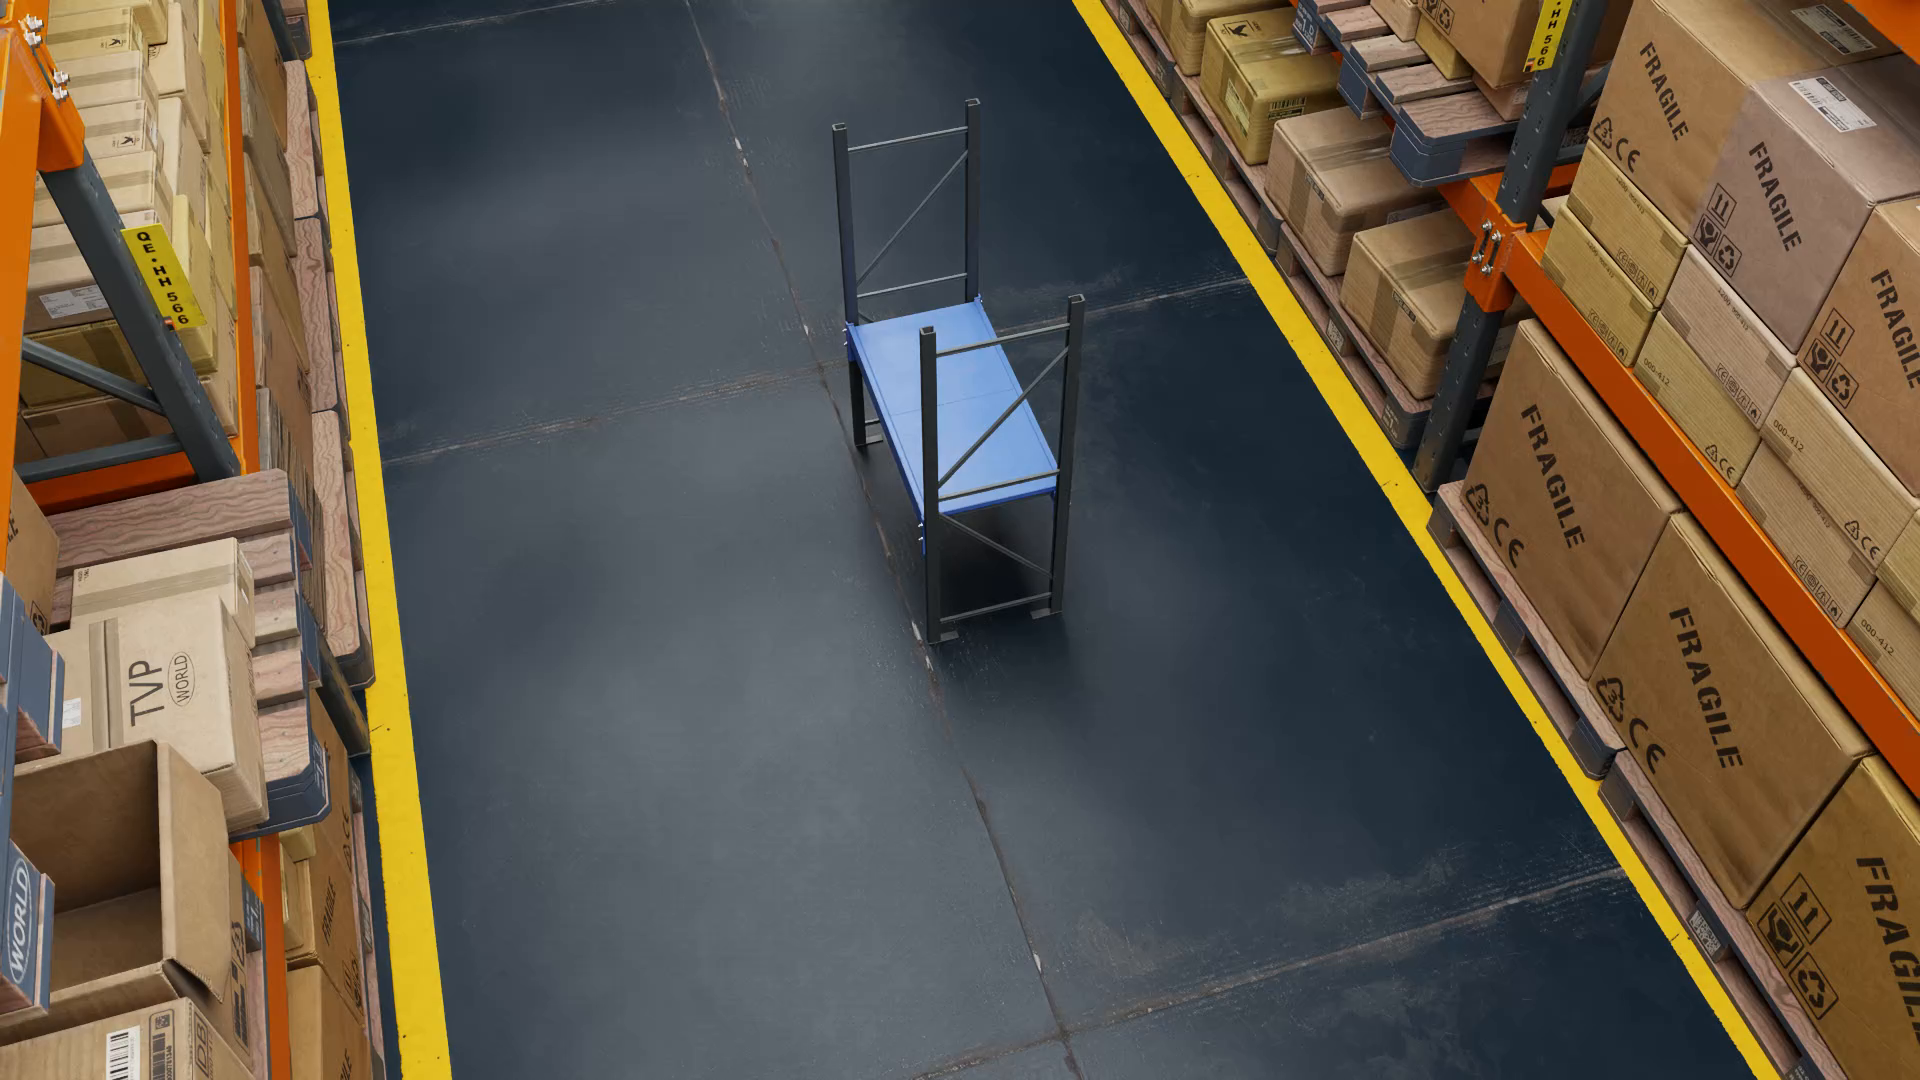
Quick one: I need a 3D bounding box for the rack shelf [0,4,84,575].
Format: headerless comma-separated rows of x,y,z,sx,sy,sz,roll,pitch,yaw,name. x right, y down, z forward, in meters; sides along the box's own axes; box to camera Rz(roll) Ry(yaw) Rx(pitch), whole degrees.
-1.901,0.555,2.329,1.077,0.370,4.000,-13,51,-11,rack shelf

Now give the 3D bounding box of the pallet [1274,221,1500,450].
2.019,-0.969,6.928,1.003,0.211,1.213,-13,51,-11,pallet

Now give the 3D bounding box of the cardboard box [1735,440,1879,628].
2.471,-0.078,4.452,0.500,0.250,0.500,-12,51,-10,cardboard box

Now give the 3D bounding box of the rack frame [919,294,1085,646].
0.125,-0.174,5.416,0.500,1.500,0.032,-13,51,-11,rack frame

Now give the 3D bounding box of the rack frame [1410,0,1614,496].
2.249,-1.296,5.381,1.000,3.000,0.127,-13,51,-11,rack frame

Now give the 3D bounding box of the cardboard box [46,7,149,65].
-2.678,-1.453,5.024,0.380,0.149,0.250,-13,51,-11,cardboard box

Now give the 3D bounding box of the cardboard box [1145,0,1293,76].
1.439,-2.599,7.923,0.950,0.372,0.625,-10,51,-9,cardboard box

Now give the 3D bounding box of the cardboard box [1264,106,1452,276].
1.865,-1.537,7.028,0.950,0.372,0.625,-14,51,-12,cardboard box

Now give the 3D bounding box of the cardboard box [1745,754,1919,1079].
2.897,1.082,4.491,0.875,0.875,0.875,-12,51,-10,cardboard box

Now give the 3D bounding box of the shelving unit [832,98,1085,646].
-0.025,-0.546,5.729,0.538,1.500,1.048,-13,51,-11,shelving unit

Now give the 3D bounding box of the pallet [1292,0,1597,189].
1.936,-1.731,5.873,1.213,0.211,1.003,-13,51,-11,pallet

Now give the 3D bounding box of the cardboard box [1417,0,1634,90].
1.849,-1.829,5.295,0.500,0.500,0.500,-15,51,-12,cardboard box

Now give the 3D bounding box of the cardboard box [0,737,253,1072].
-1.833,0.811,3.263,0.797,0.503,0.637,-14,51,-12,cardboard box

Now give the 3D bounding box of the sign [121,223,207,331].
-1.976,-0.648,4.129,0.100,0.325,0.005,-13,51,-11,sign

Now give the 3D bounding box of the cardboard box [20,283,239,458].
-2.390,-0.502,4.810,0.500,0.250,0.500,-13,51,-11,cardboard box

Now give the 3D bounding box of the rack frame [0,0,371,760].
-2.492,-0.171,4.432,1.000,3.000,0.127,-13,51,-11,rack frame

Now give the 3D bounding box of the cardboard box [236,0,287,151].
-3.510,-2.084,7.324,0.875,0.625,0.625,-11,51,-9,cardboard box

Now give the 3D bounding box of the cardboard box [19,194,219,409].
-2.366,-0.669,4.623,0.500,0.250,0.500,-13,51,-11,cardboard box

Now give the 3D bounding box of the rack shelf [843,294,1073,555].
-0.025,-0.430,5.867,0.538,0.185,1.000,-13,51,-11,rack shelf

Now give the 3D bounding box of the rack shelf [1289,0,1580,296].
1.657,-2.525,6.887,1.077,0.370,4.000,-13,51,-11,rack shelf

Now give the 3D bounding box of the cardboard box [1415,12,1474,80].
1.778,-1.716,5.625,0.380,0.149,0.250,-13,51,-10,cardboard box

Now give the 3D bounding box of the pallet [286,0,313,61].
-3.870,-2.784,8.459,1.003,0.211,1.213,-13,51,-11,pallet

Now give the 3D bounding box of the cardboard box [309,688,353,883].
-2.162,0.759,5.008,0.500,0.500,0.500,-12,51,-10,cardboard box

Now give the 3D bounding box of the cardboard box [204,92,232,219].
-2.693,-1.245,5.436,0.500,0.250,0.500,-15,51,-12,cardboard box

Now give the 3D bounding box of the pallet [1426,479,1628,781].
2.410,0.195,5.947,1.003,0.211,1.213,-13,51,-11,pallet

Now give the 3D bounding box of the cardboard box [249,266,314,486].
-2.864,-0.475,5.967,0.875,0.625,0.625,-12,51,-10,cardboard box

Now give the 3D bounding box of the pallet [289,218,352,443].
-3.055,-0.772,6.763,1.003,0.211,1.213,-13,51,-11,pallet

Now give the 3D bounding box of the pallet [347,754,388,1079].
-2.307,1.281,5.032,1.003,0.211,1.213,-13,51,-11,pallet

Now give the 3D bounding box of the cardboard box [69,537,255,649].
-1.931,0.167,4.037,0.380,0.149,0.250,-12,51,-10,cardboard box

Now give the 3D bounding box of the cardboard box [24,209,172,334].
-2.305,-0.712,4.399,0.380,0.149,0.250,-12,51,-10,cardboard box

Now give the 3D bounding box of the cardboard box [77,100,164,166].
-2.486,-1.088,4.716,0.380,0.149,0.250,-12,51,-10,cardboard box

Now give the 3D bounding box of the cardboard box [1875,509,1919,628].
2.587,0.135,3.946,0.500,0.250,0.500,-13,51,-10,cardboard box

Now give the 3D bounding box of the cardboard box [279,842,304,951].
-1.958,0.988,4.391,0.380,0.149,0.250,-15,51,-12,cardboard box

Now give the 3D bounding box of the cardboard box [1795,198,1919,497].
2.455,-0.494,3.985,0.500,0.500,0.500,-12,51,-10,cardboard box

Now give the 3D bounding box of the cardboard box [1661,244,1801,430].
2.314,-0.605,4.570,0.500,0.250,0.500,-12,51,-10,cardboard box

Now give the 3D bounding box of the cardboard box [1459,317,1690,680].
2.373,-0.223,5.592,0.875,0.875,0.875,-14,51,-11,cardboard box

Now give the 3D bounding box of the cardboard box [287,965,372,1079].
-1.866,1.509,4.376,0.500,0.500,0.500,-11,51,-9,cardboard box

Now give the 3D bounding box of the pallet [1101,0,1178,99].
1.297,-2.751,8.431,1.003,0.211,1.213,-13,51,-11,pallet

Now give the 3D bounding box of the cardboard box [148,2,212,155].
-2.674,-1.416,5.253,0.500,0.250,0.500,-14,51,-12,cardboard box
